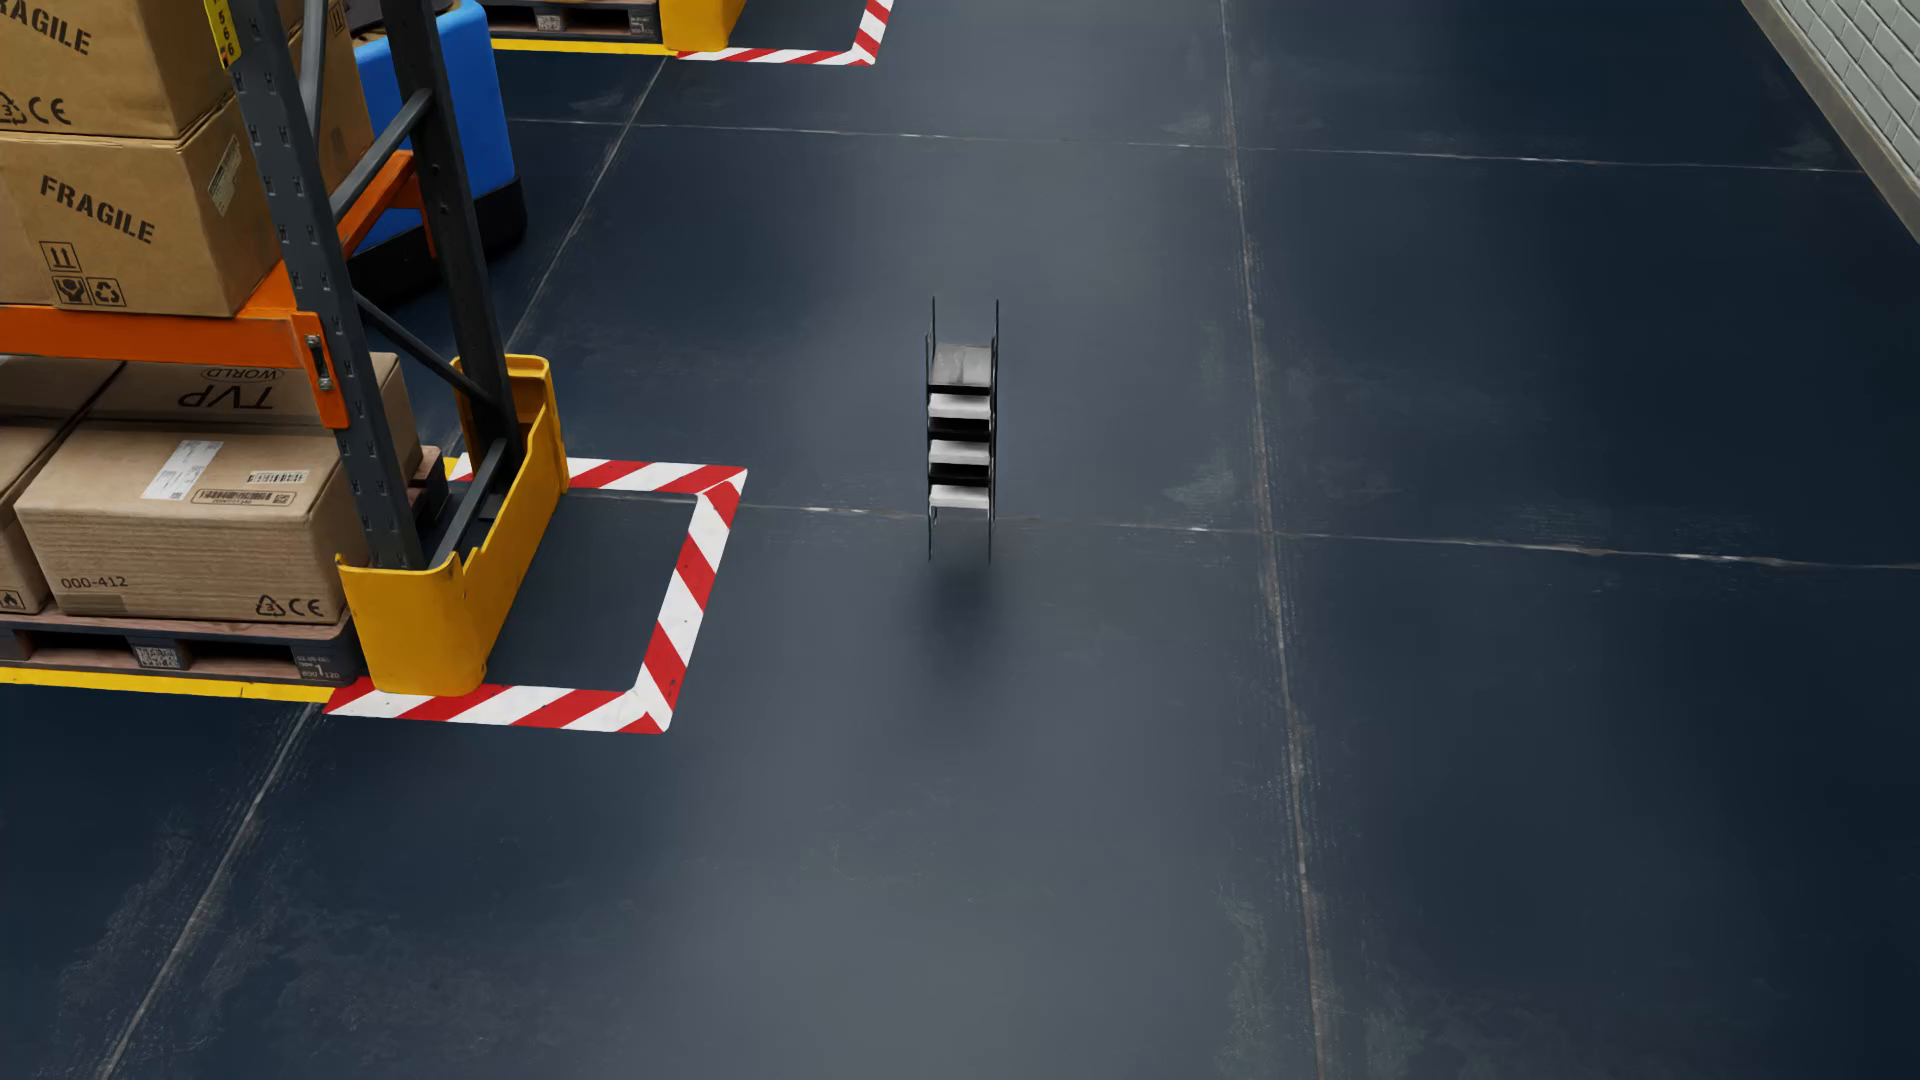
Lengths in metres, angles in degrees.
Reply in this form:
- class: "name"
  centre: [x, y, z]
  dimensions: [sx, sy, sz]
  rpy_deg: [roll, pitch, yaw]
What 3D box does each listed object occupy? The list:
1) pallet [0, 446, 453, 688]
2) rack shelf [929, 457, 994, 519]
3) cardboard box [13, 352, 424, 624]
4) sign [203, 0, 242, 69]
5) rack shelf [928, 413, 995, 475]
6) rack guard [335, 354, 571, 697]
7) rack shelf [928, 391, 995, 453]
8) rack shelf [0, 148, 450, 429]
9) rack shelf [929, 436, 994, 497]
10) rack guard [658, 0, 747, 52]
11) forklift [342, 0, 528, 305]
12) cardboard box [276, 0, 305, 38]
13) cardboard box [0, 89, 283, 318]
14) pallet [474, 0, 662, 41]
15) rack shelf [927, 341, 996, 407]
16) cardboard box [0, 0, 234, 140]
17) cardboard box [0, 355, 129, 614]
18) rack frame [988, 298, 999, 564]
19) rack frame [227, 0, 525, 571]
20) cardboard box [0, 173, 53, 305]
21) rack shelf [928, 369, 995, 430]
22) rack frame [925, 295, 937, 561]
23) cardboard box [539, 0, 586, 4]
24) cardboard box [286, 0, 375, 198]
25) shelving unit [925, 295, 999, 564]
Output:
- class: "pallet"
  centre: [-2.451, 0.036, 5.539]
  dimensions: [1.213, 0.211, 1.003]
  rpy_deg: [3, 39, 4]
- class: "rack shelf"
  centre: [0.008, -0.183, 5.600]
  dimensions: [0.200, 0.077, 0.258]
  rpy_deg: [3, 39, 4]
- class: "cardboard box"
  centre: [-2.314, -0.194, 5.309]
  dimensions: [0.875, 0.438, 0.875]
  rpy_deg: [2, 39, 2]
- class: "sign"
  centre: [-1.708, -1.252, 3.807]
  dimensions: [0.005, 0.325, 0.100]
  rpy_deg: [3, 39, 4]
- class: "rack shelf"
  centre: [0.008, -0.323, 5.486]
  dimensions: [0.200, 0.077, 0.258]
  rpy_deg: [3, 39, 4]
- class: "rack guard"
  centre: [-1.624, -0.081, 5.453]
  dimensions: [0.348, 0.500, 1.175]
  rpy_deg: [3, 39, 4]
- class: "rack shelf"
  centre: [0.008, -0.392, 5.430]
  dimensions: [0.200, 0.077, 0.258]
  rpy_deg: [3, 39, 4]
- class: "rack shelf"
  centre: [-3.640, -0.881, 5.026]
  dimensions: [4.000, 0.370, 1.077]
  rpy_deg: [3, 39, 4]
- class: "rack shelf"
  centre: [0.008, -0.253, 5.543]
  dimensions: [0.200, 0.077, 0.258]
  rpy_deg: [3, 39, 4]
- class: "rack guard"
  centre: [-1.397, -3.205, 9.291]
  dimensions: [0.348, 0.500, 1.175]
  rpy_deg: [3, 39, 4]
- class: "forklift"
  centre: [-3.379, -2.808, 6.878]
  dimensions: [3.031, 2.935, 1.130]
  rpy_deg: [26, 46, 29]
- class: "cardboard box"
  centre: [-2.101, -1.683, 4.570]
  dimensions: [0.500, 0.500, 0.500]
  rpy_deg: [2, 39, 3]
- class: "cardboard box"
  centre: [-2.151, -0.950, 4.462]
  dimensions: [0.500, 0.500, 0.500]
  rpy_deg: [3, 39, 4]
- class: "pallet"
  centre: [-2.203, -3.159, 9.464]
  dimensions: [1.213, 0.211, 1.003]
  rpy_deg: [3, 39, 4]
- class: "rack shelf"
  centre: [0.008, -0.532, 5.316]
  dimensions: [0.200, 0.077, 0.258]
  rpy_deg: [3, 39, 4]
- class: "cardboard box"
  centre: [-2.148, -1.354, 4.167]
  dimensions: [0.500, 0.500, 0.500]
  rpy_deg: [4, 39, 5]
- class: "cardboard box"
  centre: [-3.226, -0.238, 5.363]
  dimensions: [0.875, 0.438, 0.875]
  rpy_deg: [4, 39, 5]
- class: "rack frame"
  centre: [0.109, -0.343, 5.459]
  dimensions: [0.006, 0.900, 0.240]
  rpy_deg: [3, 39, 4]
- class: "rack frame"
  centre: [-1.647, -1.051, 4.665]
  dimensions: [0.127, 3.000, 1.000]
  rpy_deg: [3, 39, 4]
- class: "cardboard box"
  centre: [-2.650, -0.987, 4.507]
  dimensions: [0.500, 0.500, 0.500]
  rpy_deg: [2, 39, 3]
- class: "rack shelf"
  centre: [0.008, -0.462, 5.373]
  dimensions: [0.200, 0.077, 0.258]
  rpy_deg: [3, 39, 4]
- class: "rack frame"
  centre: [-0.093, -0.354, 5.472]
  dimensions: [0.006, 0.900, 0.240]
  rpy_deg: [3, 39, 4]
- class: "cardboard box"
  centre: [-2.128, -3.075, 9.077]
  dimensions: [0.250, 0.149, 0.380]
  rpy_deg: [4, 39, 5]
- class: "cardboard box"
  centre: [-2.101, -1.297, 4.888]
  dimensions: [0.500, 0.500, 0.500]
  rpy_deg: [3, 39, 3]
- class: "shelving unit"
  centre: [0.008, -0.349, 5.465]
  dimensions: [0.210, 0.900, 0.258]
  rpy_deg: [3, 39, 4]
